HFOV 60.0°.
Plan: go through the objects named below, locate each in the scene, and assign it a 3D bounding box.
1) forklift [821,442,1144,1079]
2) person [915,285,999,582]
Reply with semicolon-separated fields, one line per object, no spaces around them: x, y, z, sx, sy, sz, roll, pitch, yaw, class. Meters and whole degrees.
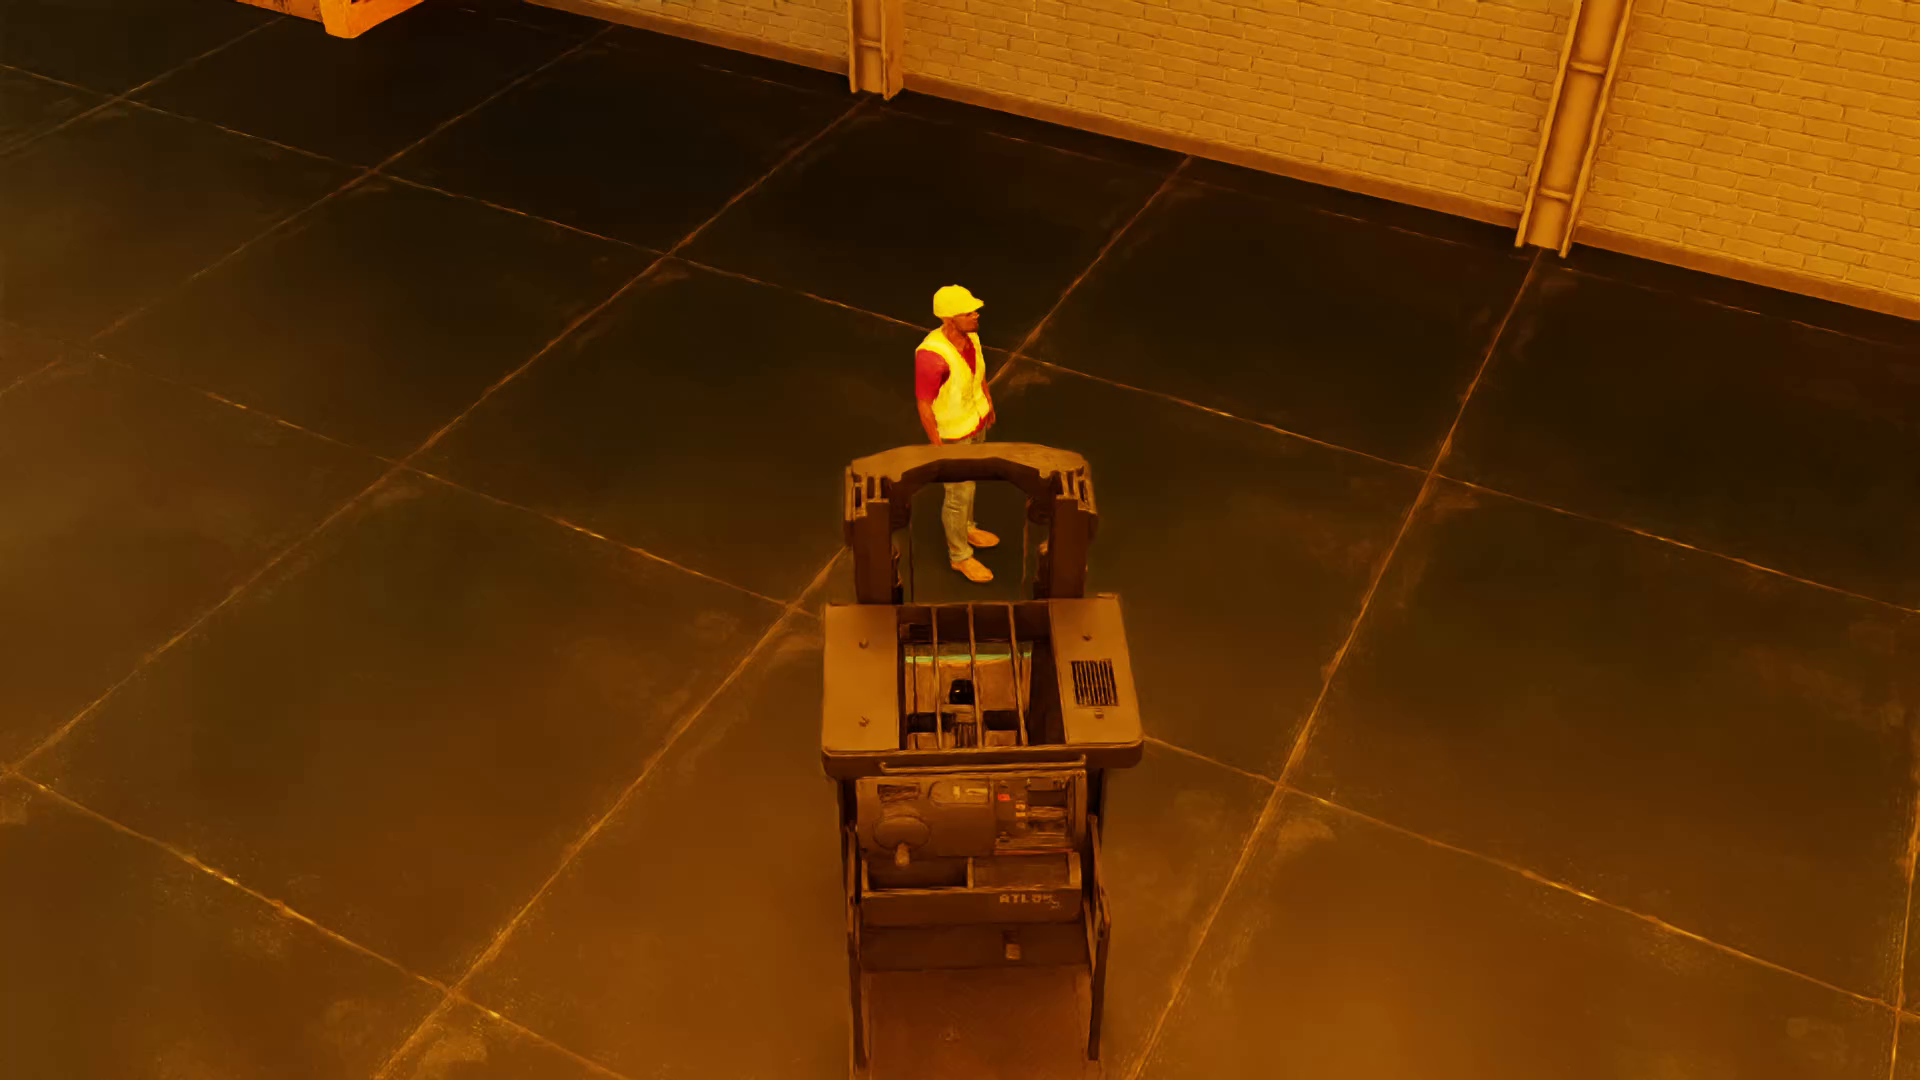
0.059;1.193;6.570;1.130;2.935;3.031;-2;40;-2;forklift
0.059;-0.657;9.660;0.576;1.766;0.665;18;43;21;person
